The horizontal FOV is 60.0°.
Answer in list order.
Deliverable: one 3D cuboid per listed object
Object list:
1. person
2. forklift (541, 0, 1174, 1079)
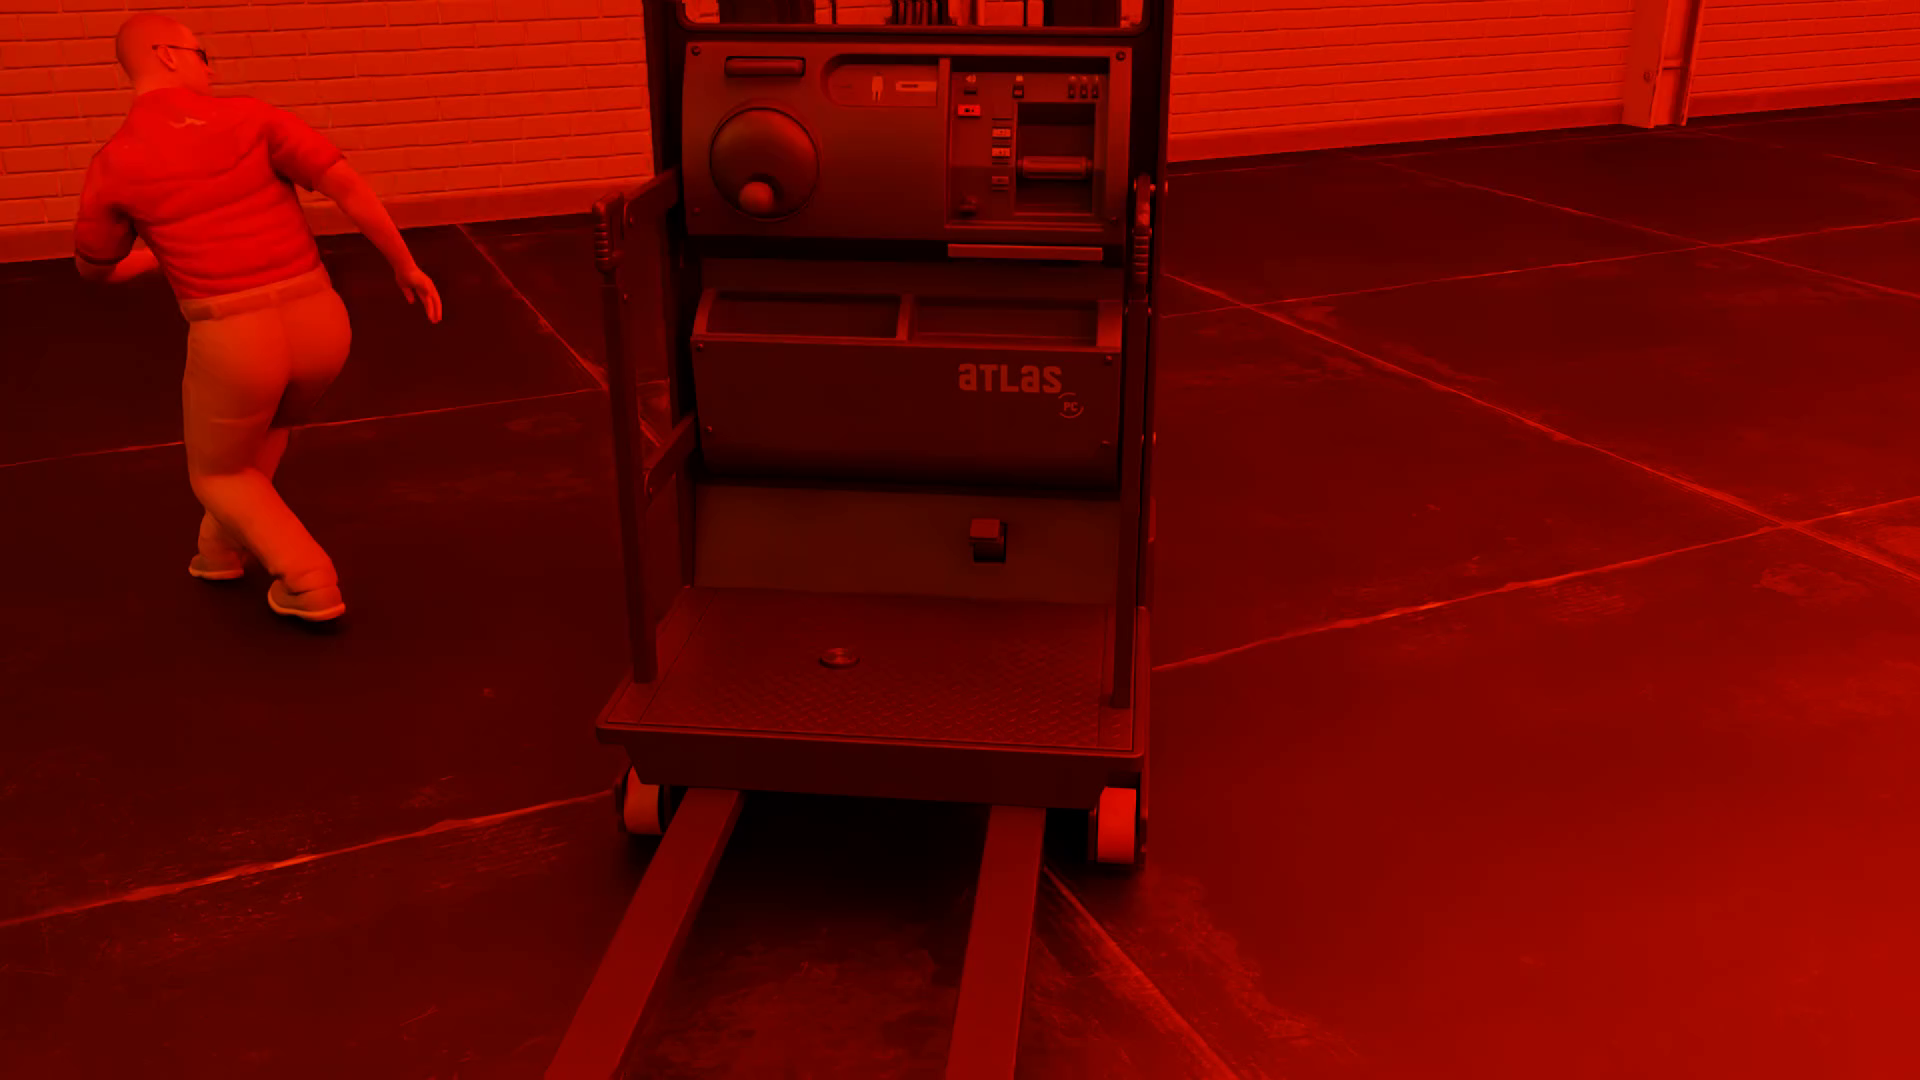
[{"bbox_3d":[-1.912,-0.600,4.519,0.794,1.604,0.824,-18,29,-37],"label":"person"},{"bbox_3d":[-0.136,-0.813,3.242,1.130,2.935,3.031,2,23,6],"label":"forklift"}]
